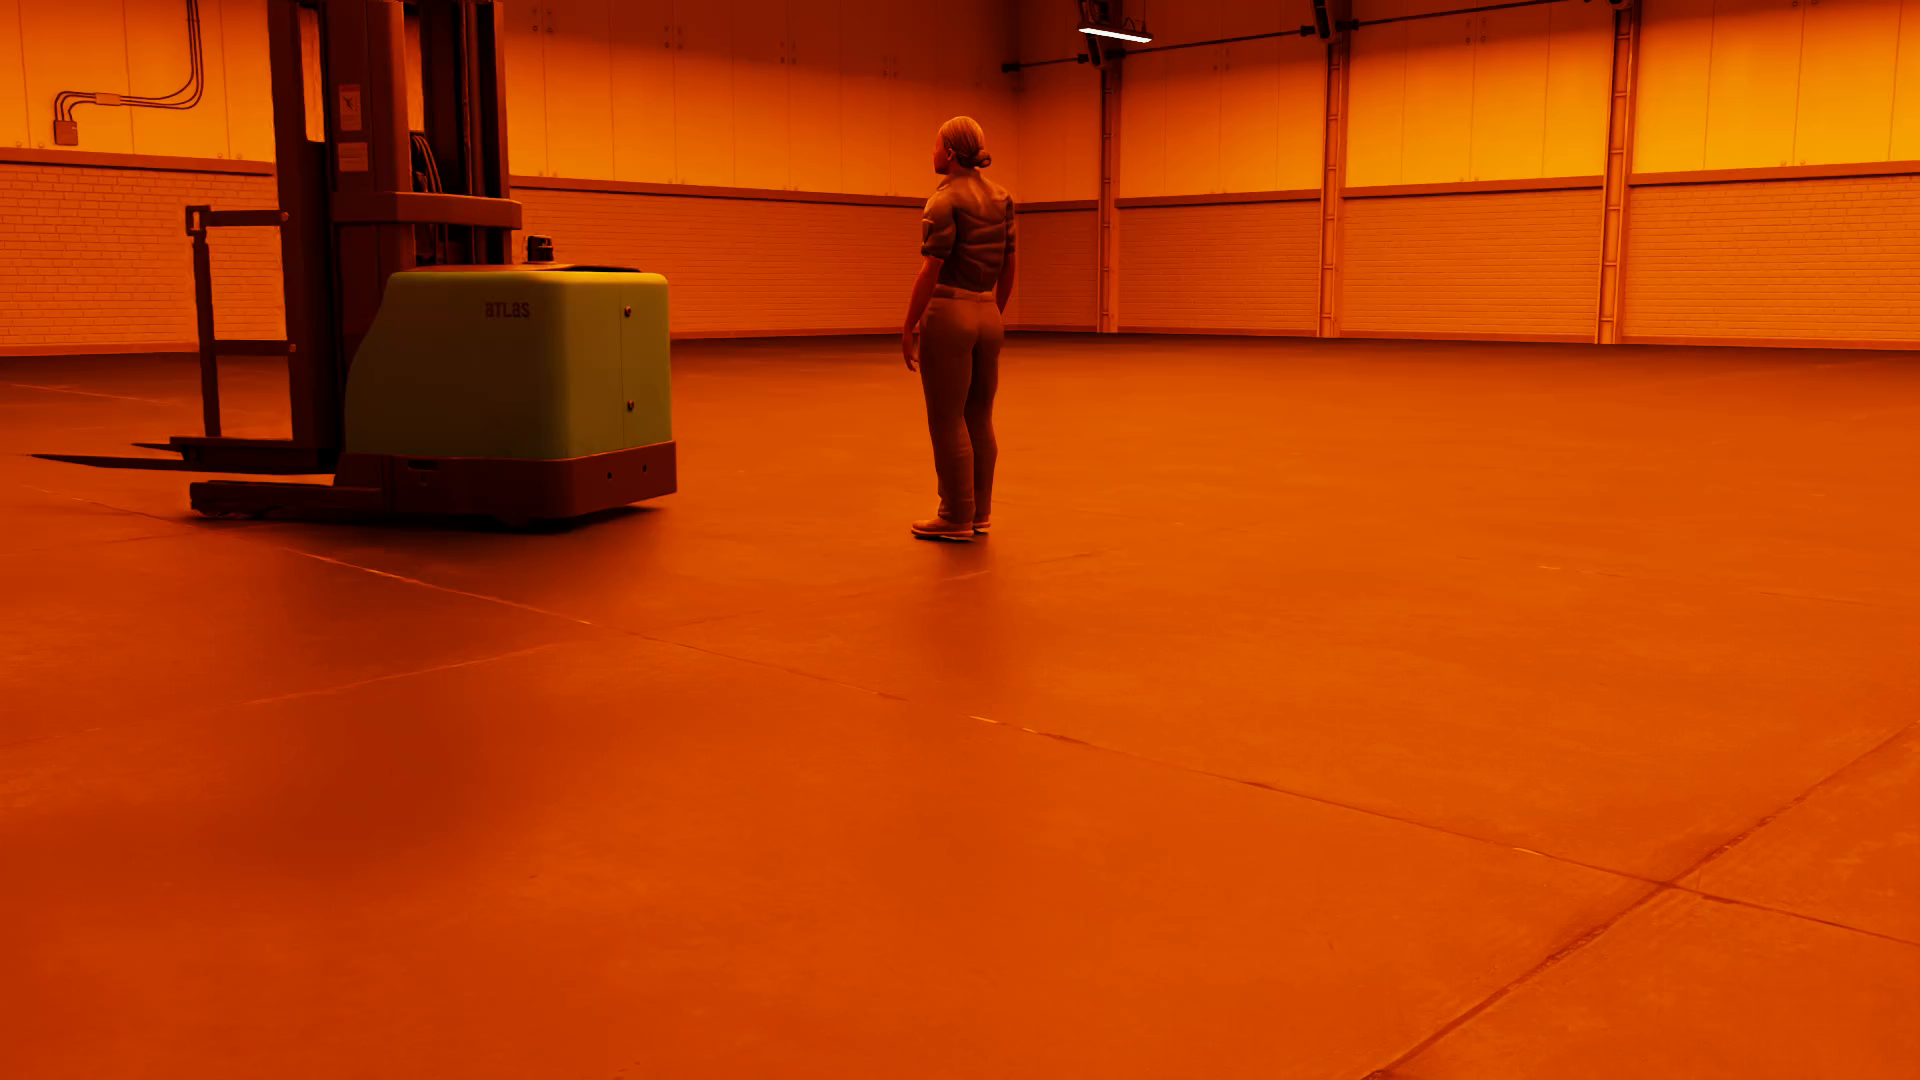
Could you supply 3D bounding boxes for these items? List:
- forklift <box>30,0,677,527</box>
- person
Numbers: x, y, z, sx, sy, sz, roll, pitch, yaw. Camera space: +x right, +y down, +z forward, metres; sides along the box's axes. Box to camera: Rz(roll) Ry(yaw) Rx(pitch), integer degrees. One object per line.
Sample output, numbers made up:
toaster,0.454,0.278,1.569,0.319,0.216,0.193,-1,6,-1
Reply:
forklift,-2.886,-1.608,7.554,3.031,2.935,1.130,3,9,19
person,-0.049,-0.836,6.667,0.504,1.654,0.570,8,12,43
